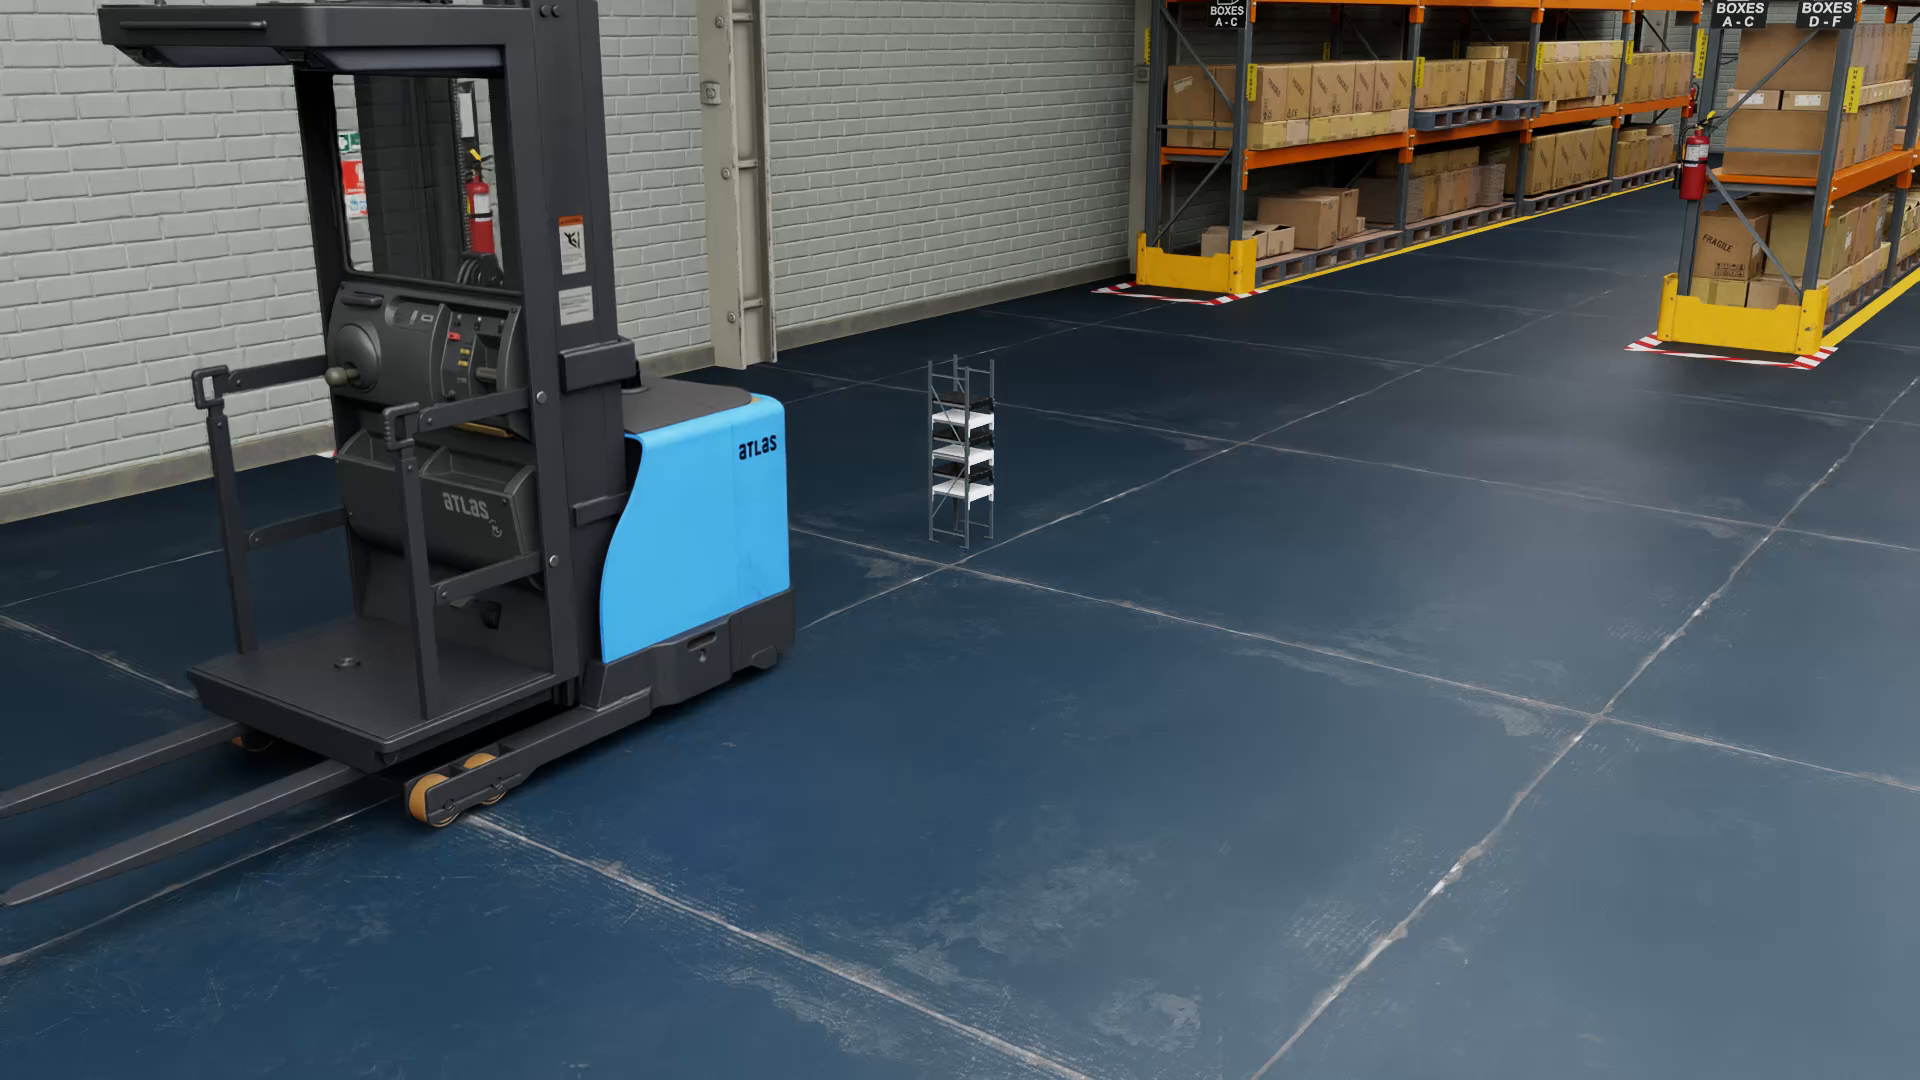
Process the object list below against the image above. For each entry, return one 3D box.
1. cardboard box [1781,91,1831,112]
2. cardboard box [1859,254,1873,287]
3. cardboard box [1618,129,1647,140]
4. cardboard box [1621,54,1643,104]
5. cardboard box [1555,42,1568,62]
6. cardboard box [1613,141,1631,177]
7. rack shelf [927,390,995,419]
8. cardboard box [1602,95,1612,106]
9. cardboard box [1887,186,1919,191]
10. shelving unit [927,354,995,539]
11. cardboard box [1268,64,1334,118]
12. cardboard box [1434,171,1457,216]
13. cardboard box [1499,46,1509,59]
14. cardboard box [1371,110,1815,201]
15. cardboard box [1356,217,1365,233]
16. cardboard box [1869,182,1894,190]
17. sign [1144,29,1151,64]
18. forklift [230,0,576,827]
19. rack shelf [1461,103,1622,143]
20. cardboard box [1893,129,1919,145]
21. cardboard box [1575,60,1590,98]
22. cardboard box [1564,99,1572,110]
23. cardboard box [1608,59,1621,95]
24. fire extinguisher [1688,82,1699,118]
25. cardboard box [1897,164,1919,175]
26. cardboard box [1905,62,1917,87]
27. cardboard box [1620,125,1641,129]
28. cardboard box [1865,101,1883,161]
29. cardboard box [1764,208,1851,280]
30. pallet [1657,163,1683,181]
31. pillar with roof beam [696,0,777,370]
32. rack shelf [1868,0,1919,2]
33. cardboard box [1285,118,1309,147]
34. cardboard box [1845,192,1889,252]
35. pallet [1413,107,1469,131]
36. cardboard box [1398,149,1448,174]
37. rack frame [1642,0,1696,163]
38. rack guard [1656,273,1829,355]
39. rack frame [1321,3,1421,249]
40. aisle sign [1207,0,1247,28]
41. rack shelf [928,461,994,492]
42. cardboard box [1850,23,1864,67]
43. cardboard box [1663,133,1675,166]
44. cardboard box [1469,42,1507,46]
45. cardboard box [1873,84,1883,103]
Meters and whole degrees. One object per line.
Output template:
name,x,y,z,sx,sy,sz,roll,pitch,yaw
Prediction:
cardboard box,6.619,-3.414,12.916,0.380,0.149,0.250,12,21,34
cardboard box,7.903,-2.453,15.012,0.500,0.250,0.500,12,21,35
cardboard box,10.571,-6.383,26.155,0.380,0.149,0.250,12,21,33
cardboard box,9.718,-7.003,25.230,0.980,0.700,0.700,13,21,36
cardboard box,7.795,-6.529,22.241,0.500,0.250,0.500,12,21,34
cardboard box,9.909,-5.900,25.692,0.700,0.500,0.500,13,21,35
rack shelf,0.005,-0.658,8.046,0.258,0.077,0.200,12,21,35
cardboard box,9.276,-6.428,24.275,0.380,0.149,0.250,13,21,36
cardboard box,10.257,-3.648,17.917,0.500,0.311,0.500,12,21,34
shelving unit,-7.680,1.249,2.705,6.000,0.900,18.469,12,21,35
cardboard box,3.373,-4.470,16.534,0.524,0.500,0.524,13,21,36
cardboard box,5.644,-4.269,20.405,0.700,0.500,0.500,13,21,35
cardboard box,6.817,-6.261,21.342,0.380,0.149,0.250,9,20,28
cardboard box,5.872,-3.634,16.540,4.849,1.100,0.969,13,21,35
cardboard box,4.320,-3.552,18.660,0.380,0.166,0.250,9,20,28
cardboard box,10.125,-3.862,18.604,0.500,0.311,0.500,12,21,33
sign,1.798,-4.682,15.777,0.100,0.325,0.005,12,21,35
forklift,-1.919,-0.648,5.387,1.121,2.935,3.031,12,21,33
rack shelf,8.190,-5.913,23.441,1.077,0.370,4.000,12,21,35
cardboard box,9.287,-4.008,16.517,0.380,0.149,0.250,12,21,35
cardboard box,8.413,-6.417,23.145,0.500,0.500,0.500,13,22,36
cardboard box,8.286,-6.075,23.138,0.380,0.149,0.250,13,21,35
cardboard box,9.309,-6.778,24.309,0.500,0.500,0.500,12,21,34
fire extinguisher,12.225,-7.425,27.856,0.296,0.674,0.183,12,21,35
cardboard box,11.378,-4.559,20.075,0.500,0.250,0.500,13,22,37
cardboard box,11.263,-5.324,19.454,0.700,0.500,0.500,5,18,16
cardboard box,20.029,-3.429,15.054,30.097,1.090,9.268,13,21,35
cardboard box,7.725,-3.649,14.767,0.700,0.500,0.500,13,21,35
cardboard box,7.007,-2.454,13.752,0.500,0.500,0.500,12,21,35
pallet,11.351,-6.150,27.692,1.003,0.211,1.213,12,21,35
pillar with roof beam,1.836,-4.870,8.752,9.100,9.000,0.400,12,21,35
rack shelf,9.787,-5.587,17.091,0.831,0.071,3.687,12,21,35
cardboard box,3.075,-3.999,16.284,0.500,0.250,0.500,12,21,33
cardboard box,9.374,-3.277,16.824,0.543,0.750,4.425,12,21,35
pallet,5.187,-4.893,19.264,1.003,0.211,1.213,12,21,35
cardboard box,5.607,-4.611,20.241,0.500,0.250,0.500,12,21,33
rack frame,11.767,-7.685,27.934,0.949,2.616,0.053,12,21,35
rack guard,6.198,-1.801,13.201,1.175,0.500,0.348,12,21,35
rack frame,4.615,-4.828,18.732,1.000,3.000,0.127,12,21,35
aisle sign,2.429,-5.046,15.053,0.394,0.787,0.004,12,21,35
rack shelf,0.005,-0.314,8.153,0.258,0.077,0.200,12,21,35
cardboard box,6.841,-3.916,13.439,0.700,0.500,0.500,12,21,33
cardboard box,11.428,-6.508,27.651,0.700,0.500,0.500,12,21,35
cardboard box,7.060,-6.492,22.122,0.500,0.250,0.500,13,22,36
cardboard box,7.692,-3.842,14.296,0.380,0.149,0.250,13,22,36
